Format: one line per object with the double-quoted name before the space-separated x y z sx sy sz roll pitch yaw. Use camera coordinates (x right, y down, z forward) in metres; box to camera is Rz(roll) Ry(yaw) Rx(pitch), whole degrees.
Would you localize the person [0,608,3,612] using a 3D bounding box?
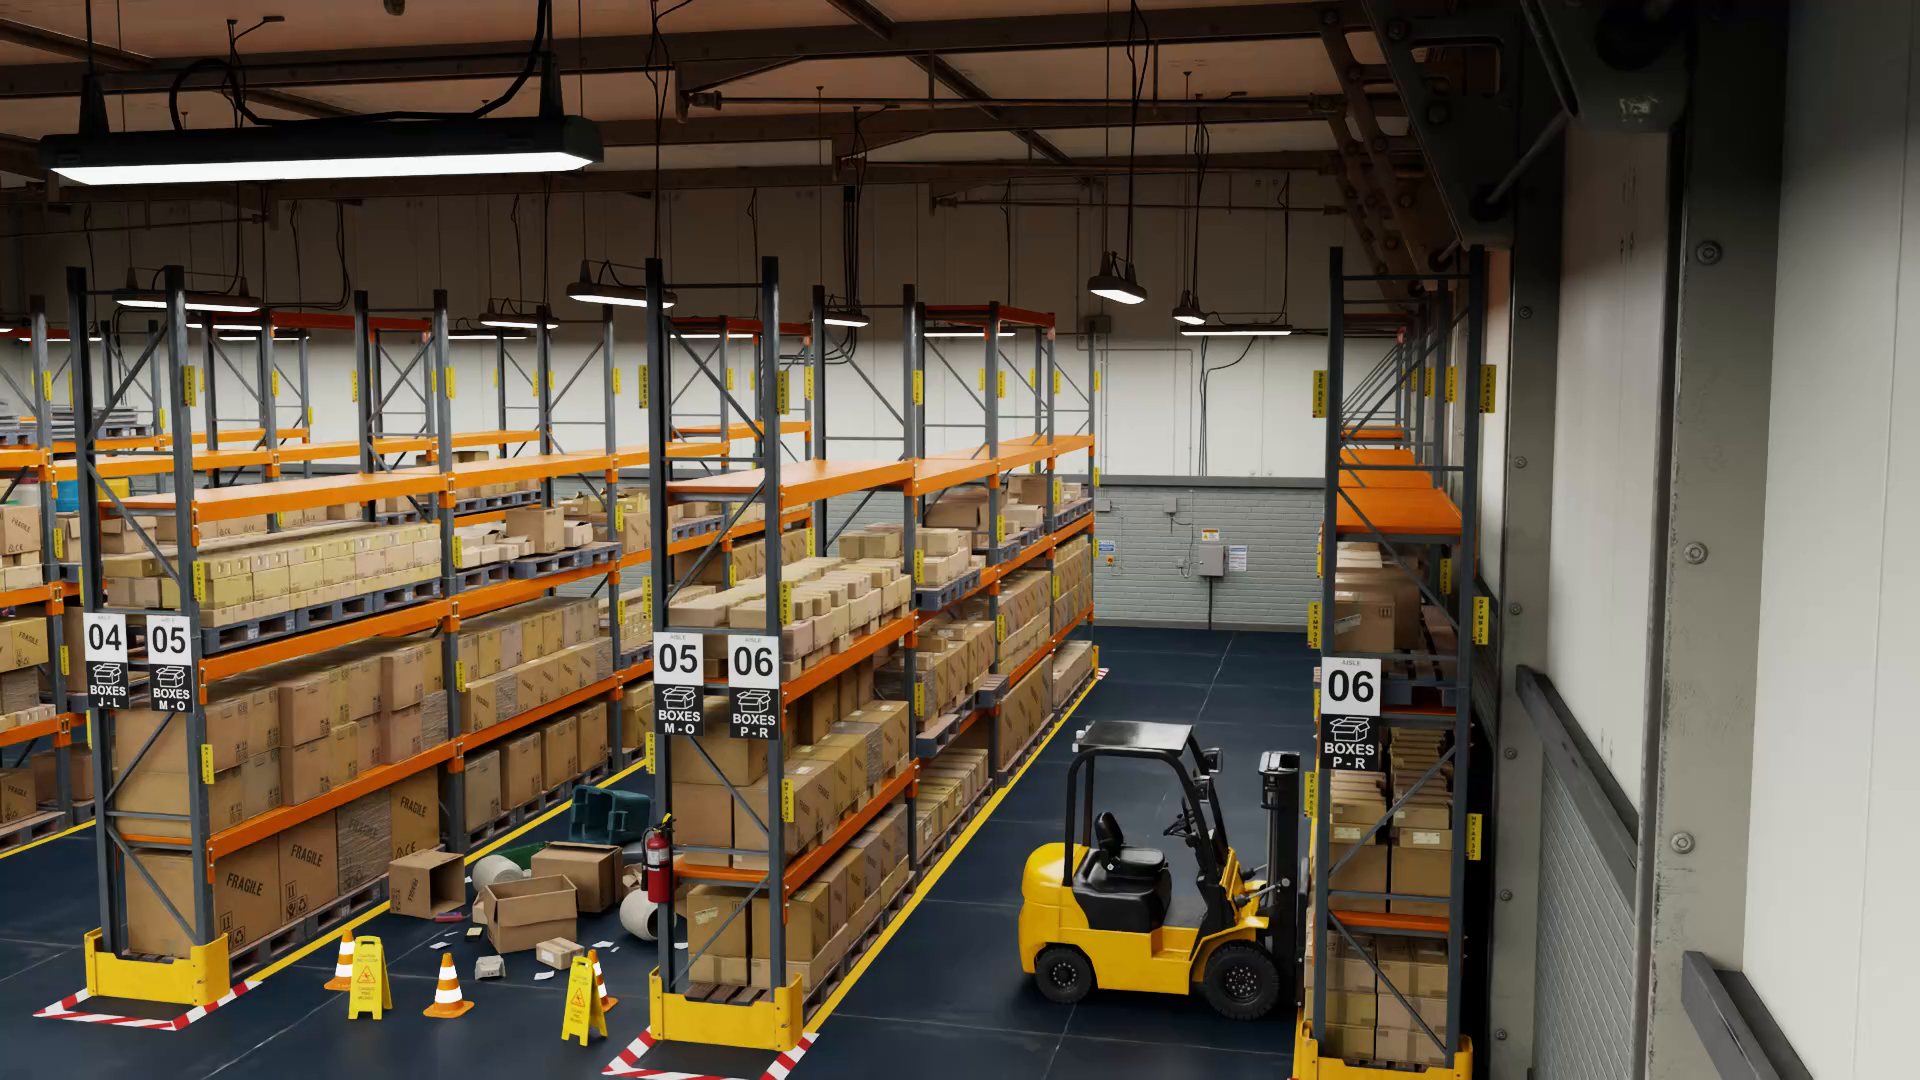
"person" -15.629 1.569 26.814 0.599 1.740 0.551 2 6 21
